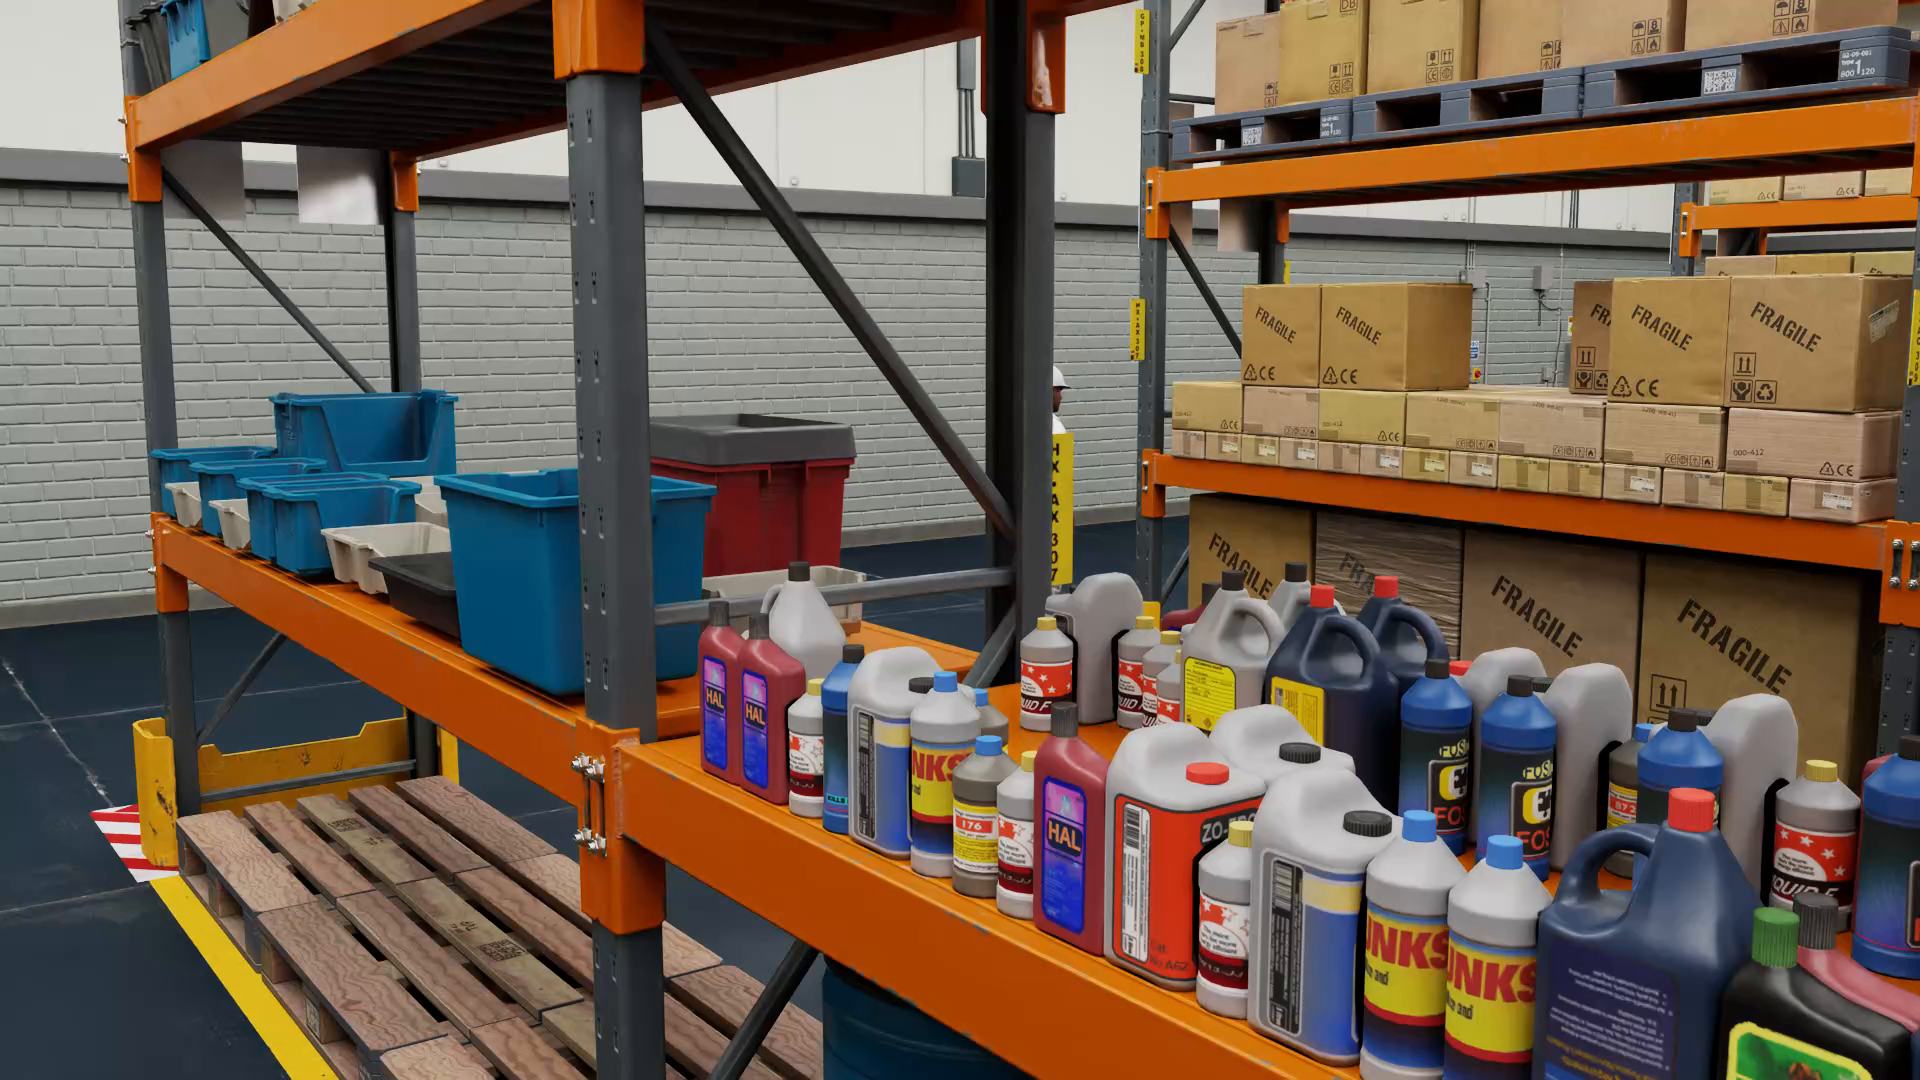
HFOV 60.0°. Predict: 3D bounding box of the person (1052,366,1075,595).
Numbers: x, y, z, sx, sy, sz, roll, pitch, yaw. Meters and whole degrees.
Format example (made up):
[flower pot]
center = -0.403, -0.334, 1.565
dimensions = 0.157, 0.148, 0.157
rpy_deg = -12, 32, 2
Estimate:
[person]
center = 0.472, -0.181, 10.064
dimensions = 0.456, 1.761, 0.627
rpy_deg = -4, 9, -30
